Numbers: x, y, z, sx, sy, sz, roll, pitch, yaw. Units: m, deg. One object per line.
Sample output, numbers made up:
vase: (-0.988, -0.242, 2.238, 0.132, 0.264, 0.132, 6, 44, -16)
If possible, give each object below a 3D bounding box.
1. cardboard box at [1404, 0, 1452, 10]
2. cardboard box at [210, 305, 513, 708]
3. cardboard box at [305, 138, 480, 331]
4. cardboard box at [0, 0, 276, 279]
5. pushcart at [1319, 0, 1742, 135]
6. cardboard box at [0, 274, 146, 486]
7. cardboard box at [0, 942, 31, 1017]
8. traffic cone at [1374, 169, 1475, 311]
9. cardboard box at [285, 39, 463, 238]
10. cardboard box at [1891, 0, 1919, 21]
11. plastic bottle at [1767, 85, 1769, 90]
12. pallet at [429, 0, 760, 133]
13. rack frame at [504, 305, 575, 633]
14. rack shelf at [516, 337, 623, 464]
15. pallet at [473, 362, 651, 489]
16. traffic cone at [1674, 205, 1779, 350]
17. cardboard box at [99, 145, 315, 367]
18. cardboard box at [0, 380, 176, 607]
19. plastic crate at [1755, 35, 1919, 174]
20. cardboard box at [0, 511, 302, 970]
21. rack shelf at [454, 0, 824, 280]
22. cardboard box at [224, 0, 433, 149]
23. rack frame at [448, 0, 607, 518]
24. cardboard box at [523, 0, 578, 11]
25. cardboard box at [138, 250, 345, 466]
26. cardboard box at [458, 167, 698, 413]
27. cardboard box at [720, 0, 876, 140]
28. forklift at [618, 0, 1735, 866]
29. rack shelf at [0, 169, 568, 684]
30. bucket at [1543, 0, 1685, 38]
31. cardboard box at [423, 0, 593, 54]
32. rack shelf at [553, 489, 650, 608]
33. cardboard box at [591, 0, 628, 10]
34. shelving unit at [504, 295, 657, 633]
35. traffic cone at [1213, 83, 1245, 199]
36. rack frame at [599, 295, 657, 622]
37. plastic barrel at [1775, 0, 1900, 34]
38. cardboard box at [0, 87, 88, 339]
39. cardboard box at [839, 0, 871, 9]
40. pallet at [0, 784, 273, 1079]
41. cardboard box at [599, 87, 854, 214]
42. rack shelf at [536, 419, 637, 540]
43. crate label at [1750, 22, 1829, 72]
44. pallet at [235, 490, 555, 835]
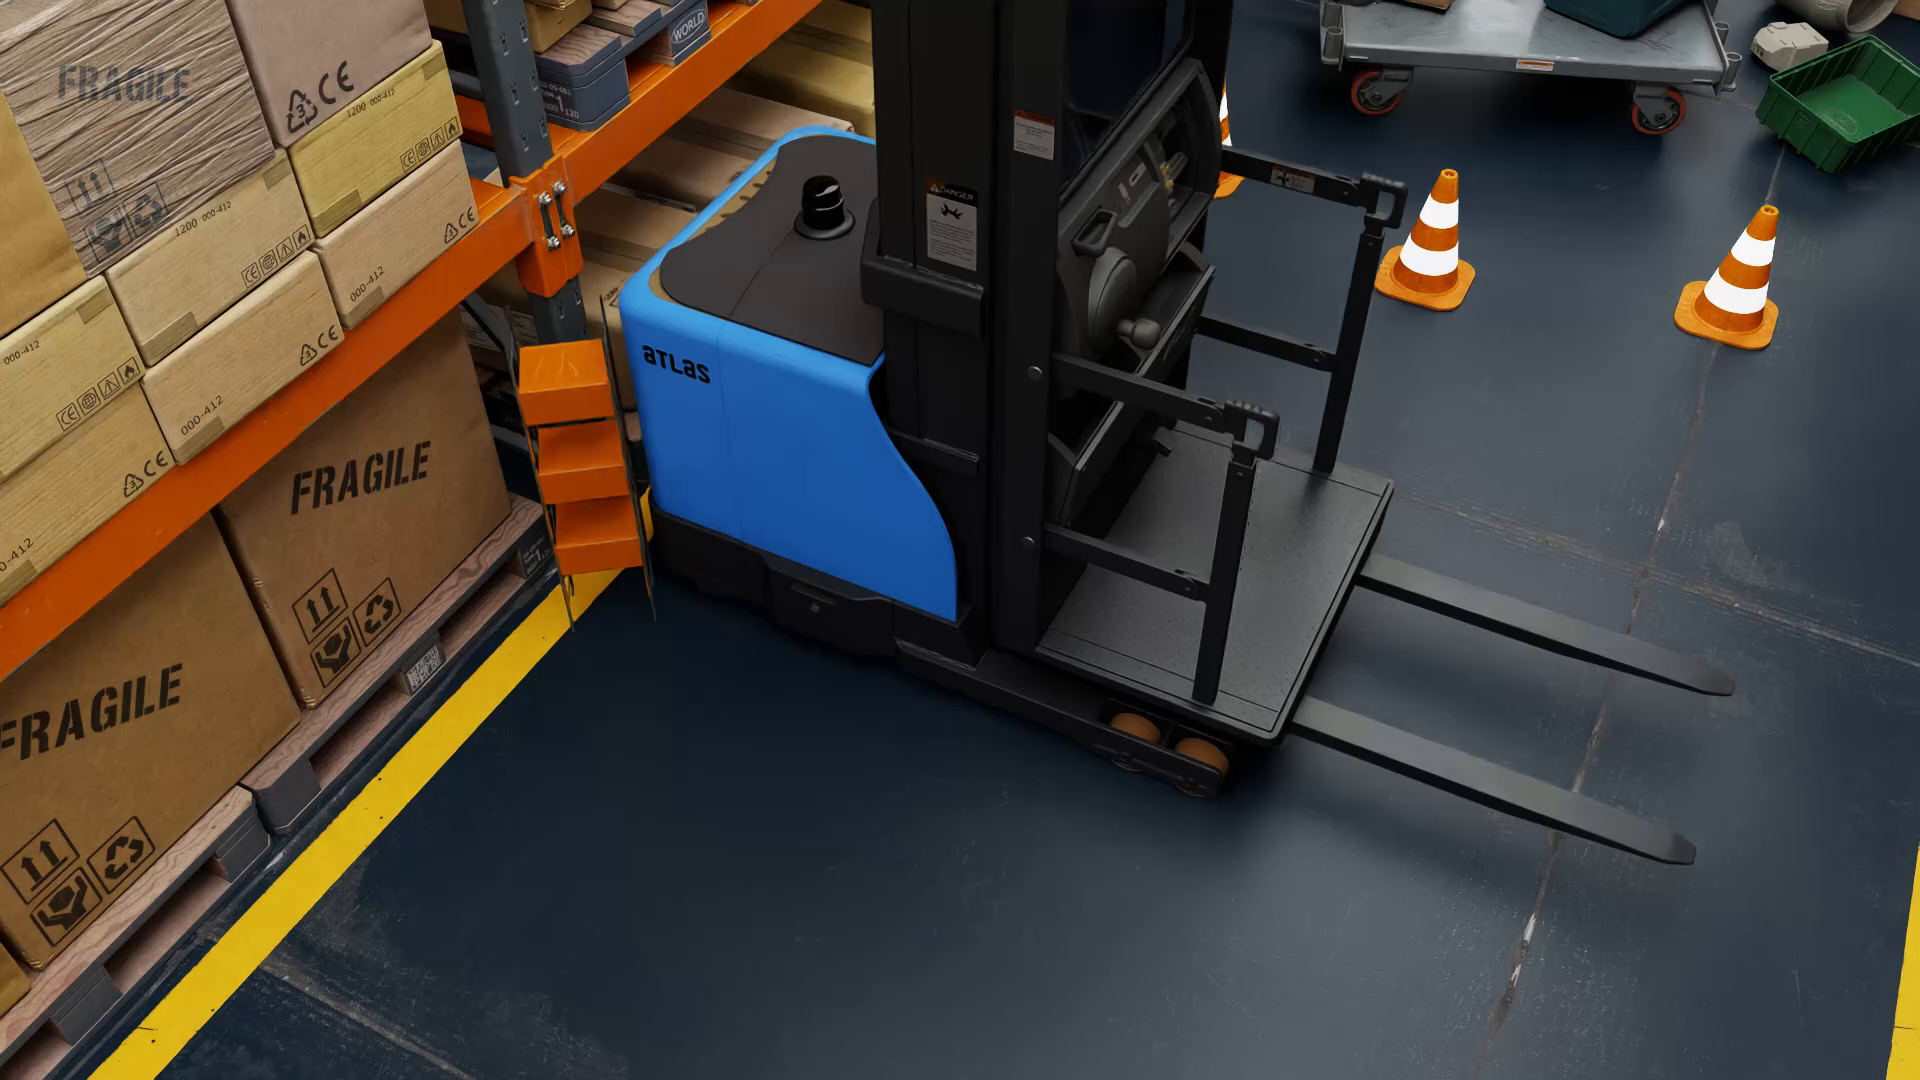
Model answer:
cardboard box: (1.907, -2.605, 6.940, 0.500, 0.500, 0.500, 20, 49, 19)
cardboard box: (-1.935, -0.259, 4.596, 0.875, 0.875, 0.875, 20, 49, 19)
cardboard box: (-1.546, -0.809, 4.046, 0.500, 0.250, 0.500, 19, 48, 18)
cardboard box: (-1.780, -0.915, 3.272, 0.500, 0.500, 0.500, 21, 49, 20)
pushcart: (2.359, -2.143, 7.103, 1.648, 0.377, 0.936, 5, 46, 5)
cardboard box: (-1.995, -0.347, 3.238, 0.500, 0.250, 0.500, 19, 48, 18)
cardboard box: (-2.768, 0.864, 3.485, 0.875, 0.875, 0.875, 22, 49, 20)
traffic cone: (1.732, -1.138, 6.049, 0.336, 0.463, 0.334, 20, 49, 19)
cardboard box: (-1.541, -1.000, 3.884, 0.500, 0.250, 0.500, 20, 49, 19)
cardboard box: (4.559, -2.654, 7.520, 0.500, 0.500, 0.500, 29, 52, 25)
plastic bottle: (3.539, -1.855, 7.040, 0.133, 0.061, 0.283, -2, 45, -2)
pallet: (-1.304, -1.683, 4.939, 1.213, 0.211, 1.003, 20, 49, 19)
rack frame: (-1.174, -0.171, 4.676, 0.008, 1.050, 0.200, -7, 44, -7)
rack shelf: (-1.056, -0.385, 4.503, 0.240, 0.259, 0.215, -7, 44, -7)
pallet: (-1.177, -0.778, 5.870, 1.003, 0.211, 1.213, 20, 49, 19)
traffic cone: (2.787, -0.977, 5.891, 0.336, 0.463, 0.334, 20, 49, 19)
cardboard box: (-1.775, -0.676, 3.563, 0.500, 0.250, 0.500, 19, 48, 18)
cardboard box: (-2.017, -0.170, 3.415, 0.500, 0.250, 0.500, 20, 49, 19)
plastic crate: (3.668, -1.789, 6.846, 0.662, 0.188, 0.450, -24, 60, -22)
cardboard box: (-2.353, 0.301, 4.042, 0.875, 0.875, 0.875, 21, 49, 20)
rack shelf: (-0.612, -2.273, 5.894, 1.077, 0.370, 4.000, 20, 49, 19)
cardboard box: (-1.549, -1.241, 3.594, 0.500, 0.500, 0.500, 19, 48, 18)
rack frame: (-1.541, -1.266, 4.392, 1.000, 3.000, 0.127, 20, 49, 19)
cardboard box: (-1.127, -1.761, 4.306, 0.500, 0.500, 0.500, 19, 48, 18)
cardboard box: (-1.769, -0.482, 3.723, 0.500, 0.250, 0.500, 21, 49, 20)
cardboard box: (-1.270, -0.843, 5.526, 0.950, 0.372, 0.625, 17, 48, 16)
cardboard box: (-0.577, -1.786, 6.459, 0.950, 0.372, 0.625, 22, 49, 20)
forklift: (0.623, -0.763, 3.943, 3.031, 2.935, 1.130, 20, 49, 19)
rack shelf: (-2.469, 0.247, 3.403, 1.077, 0.370, 4.000, 20, 49, 19)
bucket: (2.768, -2.446, 6.791, 0.620, 0.611, 0.726, -39, 56, -20)
cardboard box: (-1.225, -1.469, 4.474, 0.380, 0.149, 0.250, 18, 48, 17)
rack shelf: (-1.053, 0.022, 4.891, 0.240, 0.259, 0.215, -7, 44, -7)
cardboard box: (-1.064, -1.636, 4.639, 0.380, 0.149, 0.250, 18, 48, 17)
shelving unit: (-1.054, -0.187, 4.692, 0.252, 1.050, 0.215, -7, 44, -7)
traffic cone: (0.980, -1.651, 6.556, 0.336, 0.463, 0.334, 20, 49, 19)
rack frame: (-0.934, -0.202, 4.707, 0.008, 1.050, 0.200, -7, 44, -7)
plastic barrel: (3.915, -2.531, 7.454, 0.421, 0.421, 0.512, -16, 48, -15)
cardboard box: (-2.016, -0.604, 2.965, 0.500, 0.500, 0.500, 20, 49, 19)
cardboard box: (-0.256, -2.225, 6.892, 0.950, 0.372, 0.625, 23, 50, 21)
pallet: (-2.541, 0.951, 4.161, 1.003, 0.211, 1.213, 20, 49, 19)
cardboard box: (-0.934, -1.310, 5.988, 0.950, 0.372, 0.625, 20, 49, 18)
rack shelf: (-1.054, -0.179, 4.699, 0.240, 0.259, 0.215, -7, 44, -7)
crate label: (3.639, -2.159, 7.288, 0.298, 0.136, 0.250, -9, 46, -9)
pallet: (-1.973, 0.186, 4.918, 1.003, 0.211, 1.213, 20, 49, 19)
